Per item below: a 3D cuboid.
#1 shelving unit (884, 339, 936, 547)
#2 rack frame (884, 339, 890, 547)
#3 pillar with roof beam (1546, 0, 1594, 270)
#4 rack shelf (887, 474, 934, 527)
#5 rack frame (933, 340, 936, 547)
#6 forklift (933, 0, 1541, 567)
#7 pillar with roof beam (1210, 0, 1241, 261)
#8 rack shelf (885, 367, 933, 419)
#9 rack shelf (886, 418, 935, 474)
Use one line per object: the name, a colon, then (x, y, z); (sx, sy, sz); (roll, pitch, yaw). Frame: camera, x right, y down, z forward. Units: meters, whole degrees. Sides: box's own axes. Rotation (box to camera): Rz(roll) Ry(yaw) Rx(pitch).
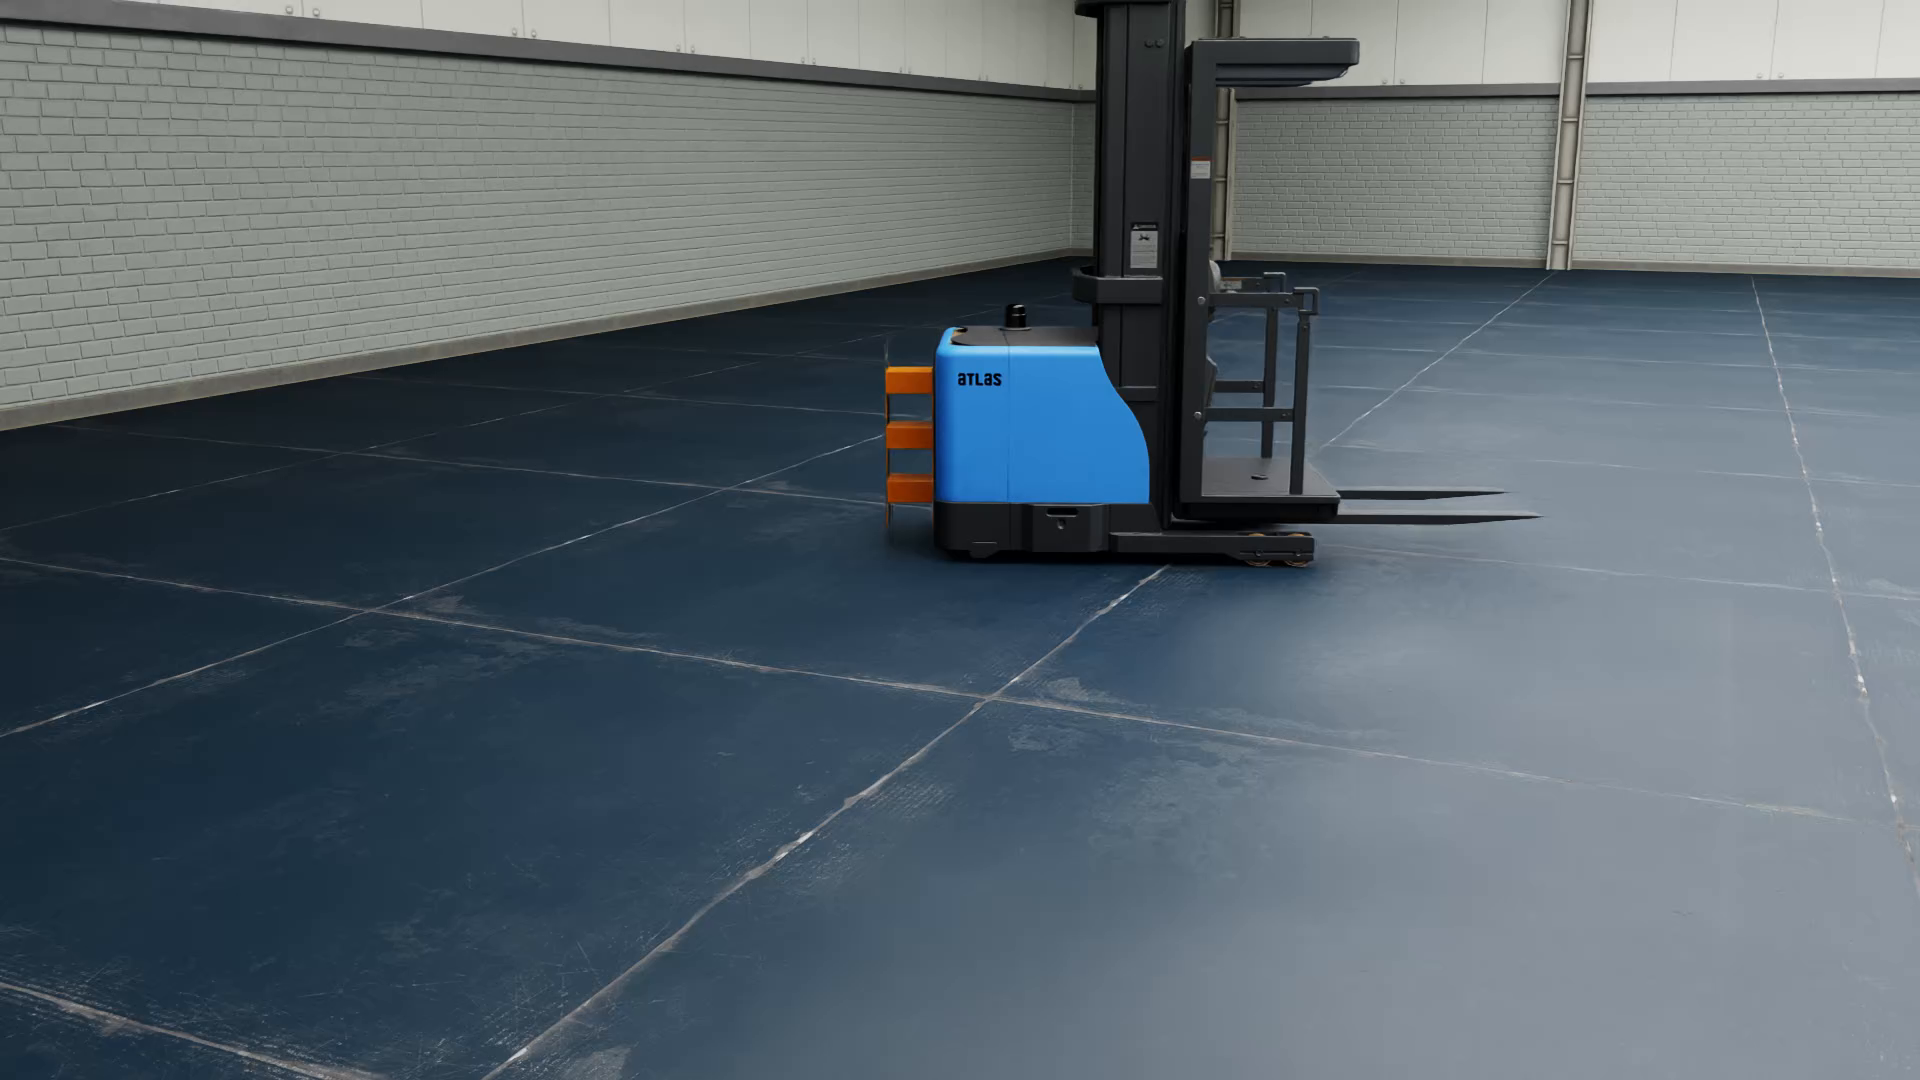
shelving unit: (-0.253, -0.497, 8.573); (0.252, 1.050, 0.215); (0, 13, 2)
rack frame: (-0.375, -0.498, 8.577); (0.008, 1.050, 0.200); (0, 13, 2)
pillar with roof beam: (8.569, -8.148, 23.782); (0.400, 9.000, 9.100); (6, 14, 23)
rack shelf: (-0.253, -0.216, 8.639); (0.240, 0.259, 0.215); (0, 13, 2)
rack frame: (-0.131, -0.496, 8.570); (0.008, 1.050, 0.200); (0, 13, 2)
forklift: (1.396, -1.416, 8.375); (3.031, 2.935, 1.130); (0, 13, 2)
pillar with roof beam: (3.083, -8.703, 26.148); (0.400, 9.000, 9.100); (6, 14, 23)
rack shelf: (-0.253, -0.763, 8.511); (0.240, 0.259, 0.215); (0, 13, 2)
rack shelf: (-0.253, -0.486, 8.576); (0.240, 0.259, 0.215); (0, 13, 2)
